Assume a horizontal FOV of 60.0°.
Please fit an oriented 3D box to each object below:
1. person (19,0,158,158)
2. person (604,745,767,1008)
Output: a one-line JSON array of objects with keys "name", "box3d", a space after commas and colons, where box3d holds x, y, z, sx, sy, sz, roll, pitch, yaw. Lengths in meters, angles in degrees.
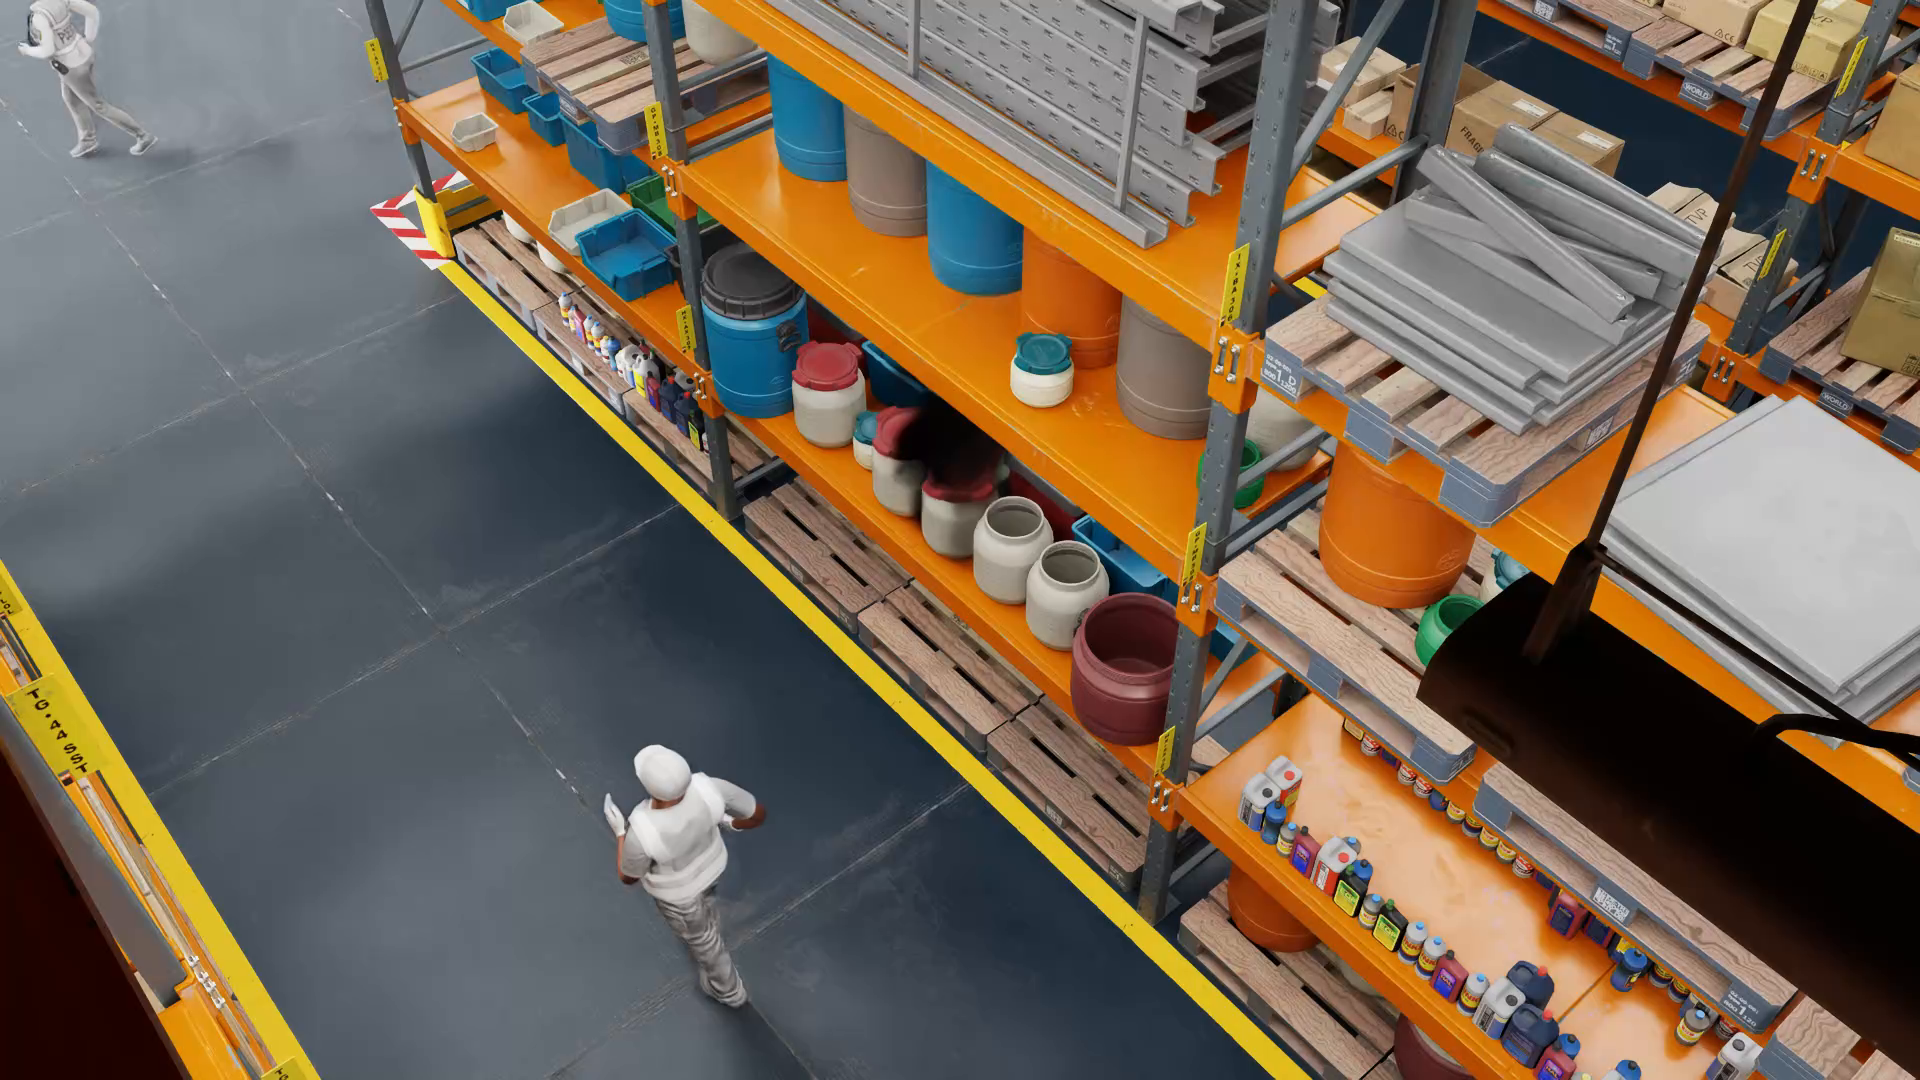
[{"name": "person", "box3d": [-7.124, -3.815, 13.439, 0.817, 1.731, 0.606, -3, 47, -3]}, {"name": "person", "box3d": [-1.314, 1.570, 7.888, 0.695, 1.886, 0.659, 31, 54, 26]}]
